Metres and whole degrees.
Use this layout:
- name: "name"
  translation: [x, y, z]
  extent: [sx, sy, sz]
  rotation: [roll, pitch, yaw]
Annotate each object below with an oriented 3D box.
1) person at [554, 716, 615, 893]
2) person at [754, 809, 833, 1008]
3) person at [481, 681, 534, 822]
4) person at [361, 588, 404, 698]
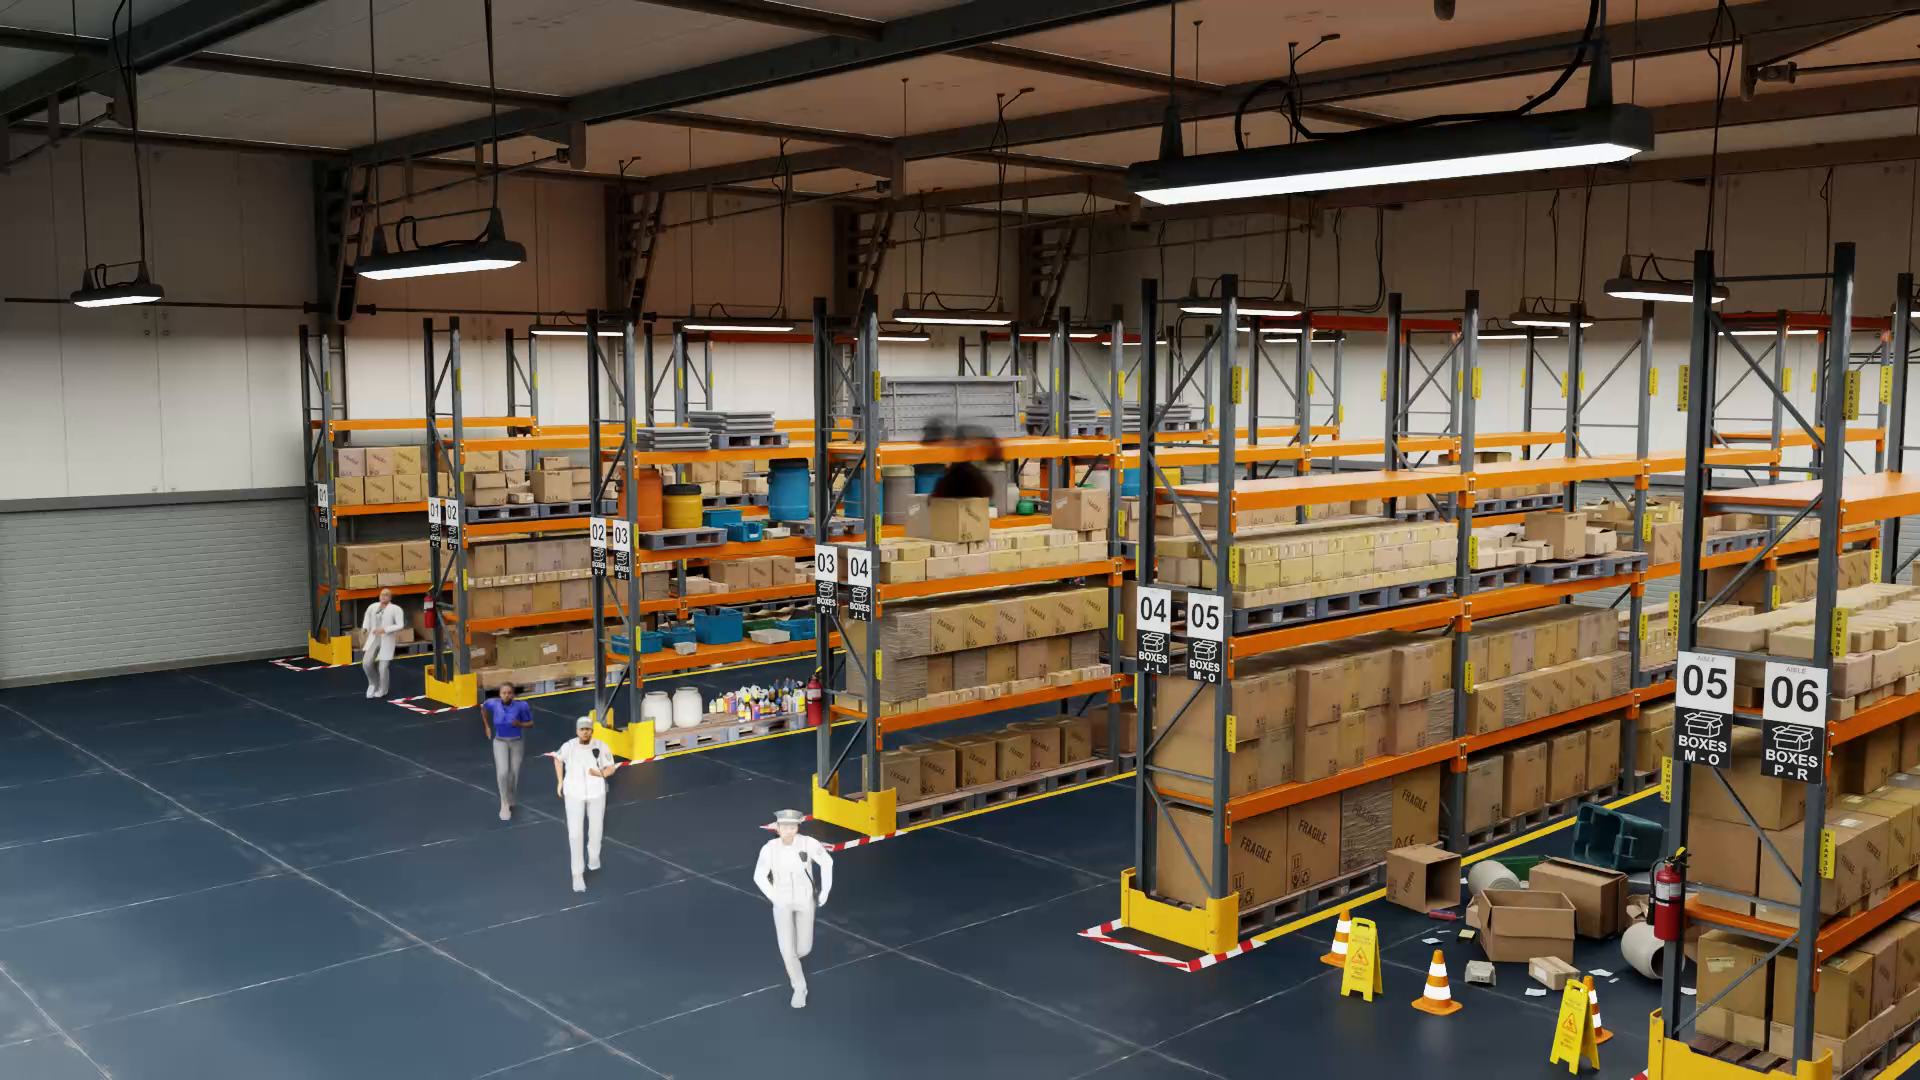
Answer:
- name: "person"
  translation: [-3.802, 2.629, 16.896]
  extent: [0.586, 1.714, 0.826]
  rotation: [-2, 6, -16]
- name: "person"
  translation: [-1.372, 2.988, 13.731]
  extent: [0.648, 1.654, 0.642]
  rotation: [-1, 6, -6]
- name: "person"
  translation: [-5.249, 2.416, 19.328]
  extent: [0.569, 1.634, 0.904]
  rotation: [-2, 6, -19]
- name: "person"
  translation: [-9.164, 1.635, 26.377]
  extent: [0.733, 1.737, 0.648]
  rotation: [0, 6, 0]
